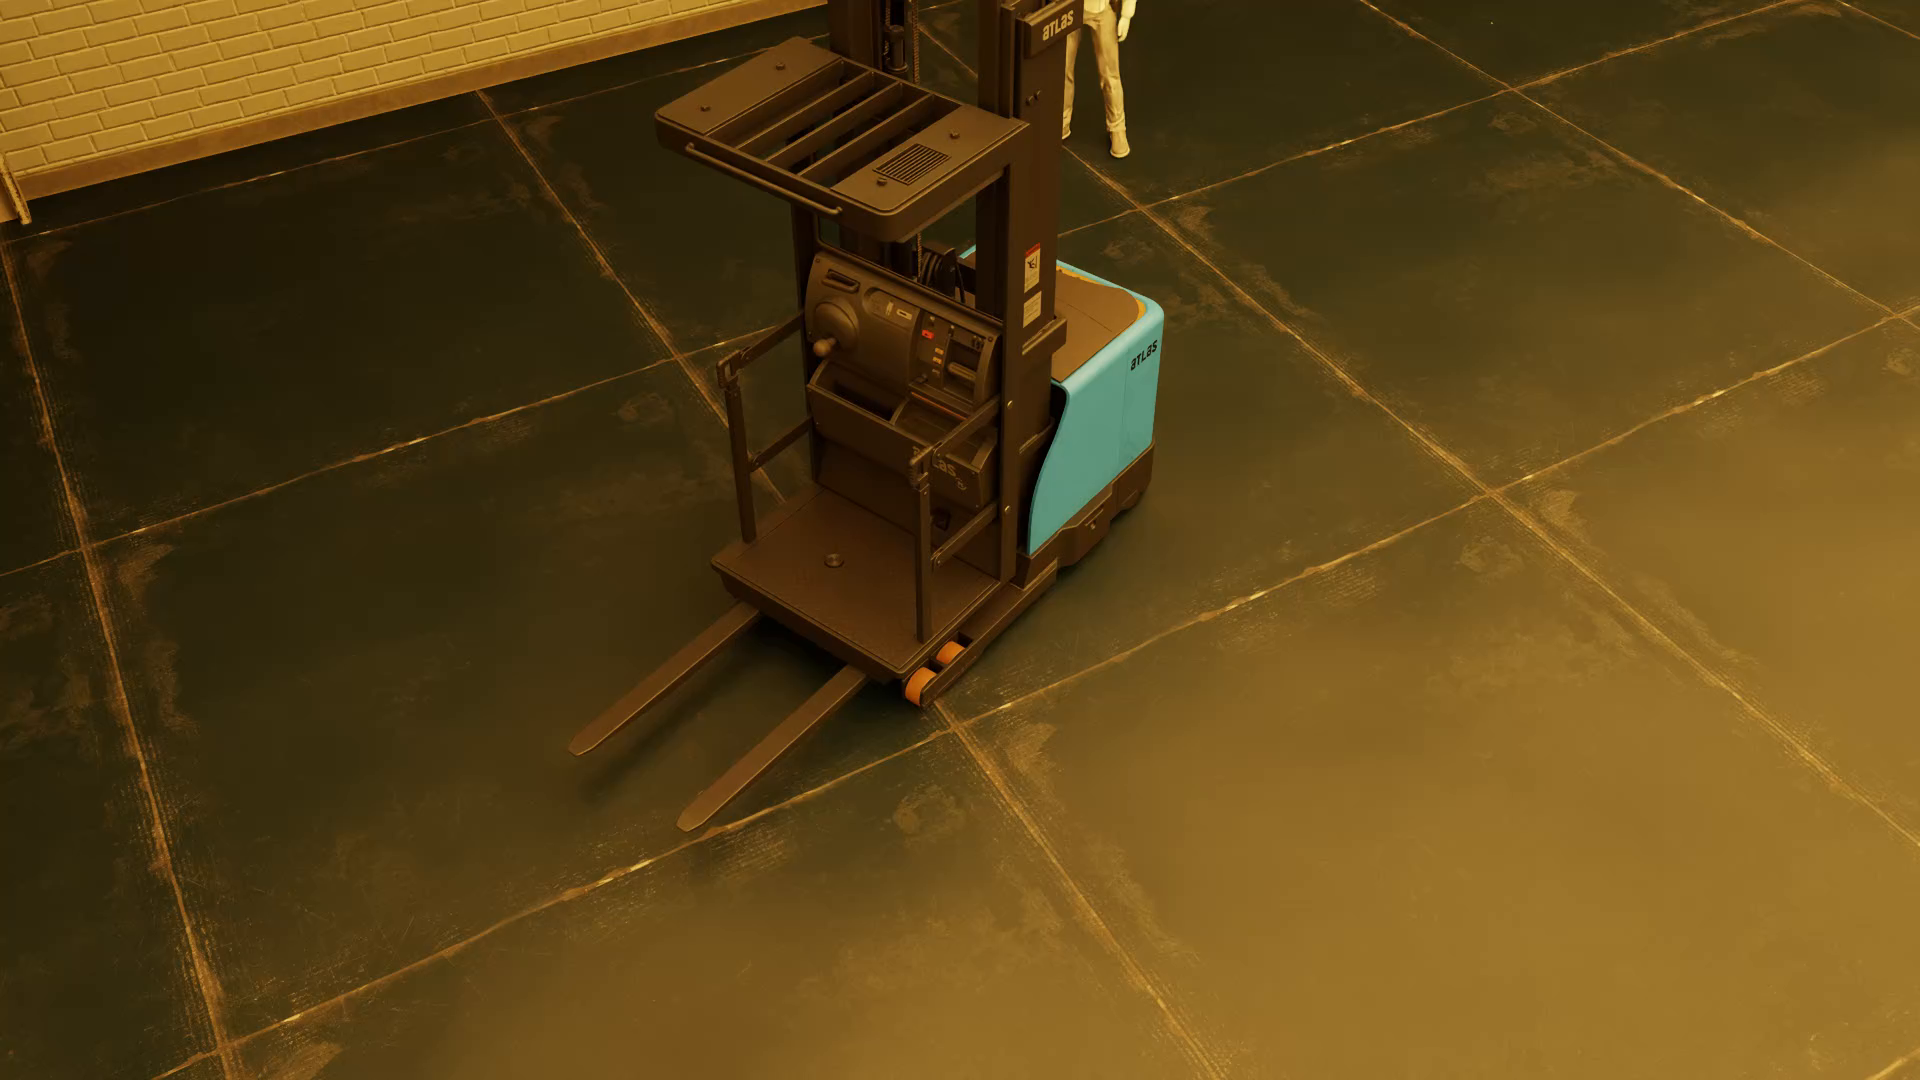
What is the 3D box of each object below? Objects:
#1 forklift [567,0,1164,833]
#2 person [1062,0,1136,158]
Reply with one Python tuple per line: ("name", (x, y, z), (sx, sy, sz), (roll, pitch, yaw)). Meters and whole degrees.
("forklift", (-0.375, -0.749, 6.505), (1.130, 2.935, 3.031), (28, 50, 27))
("person", (0.783, -3.148, 10.033), (0.633, 1.666, 0.436), (12, 44, 12))
